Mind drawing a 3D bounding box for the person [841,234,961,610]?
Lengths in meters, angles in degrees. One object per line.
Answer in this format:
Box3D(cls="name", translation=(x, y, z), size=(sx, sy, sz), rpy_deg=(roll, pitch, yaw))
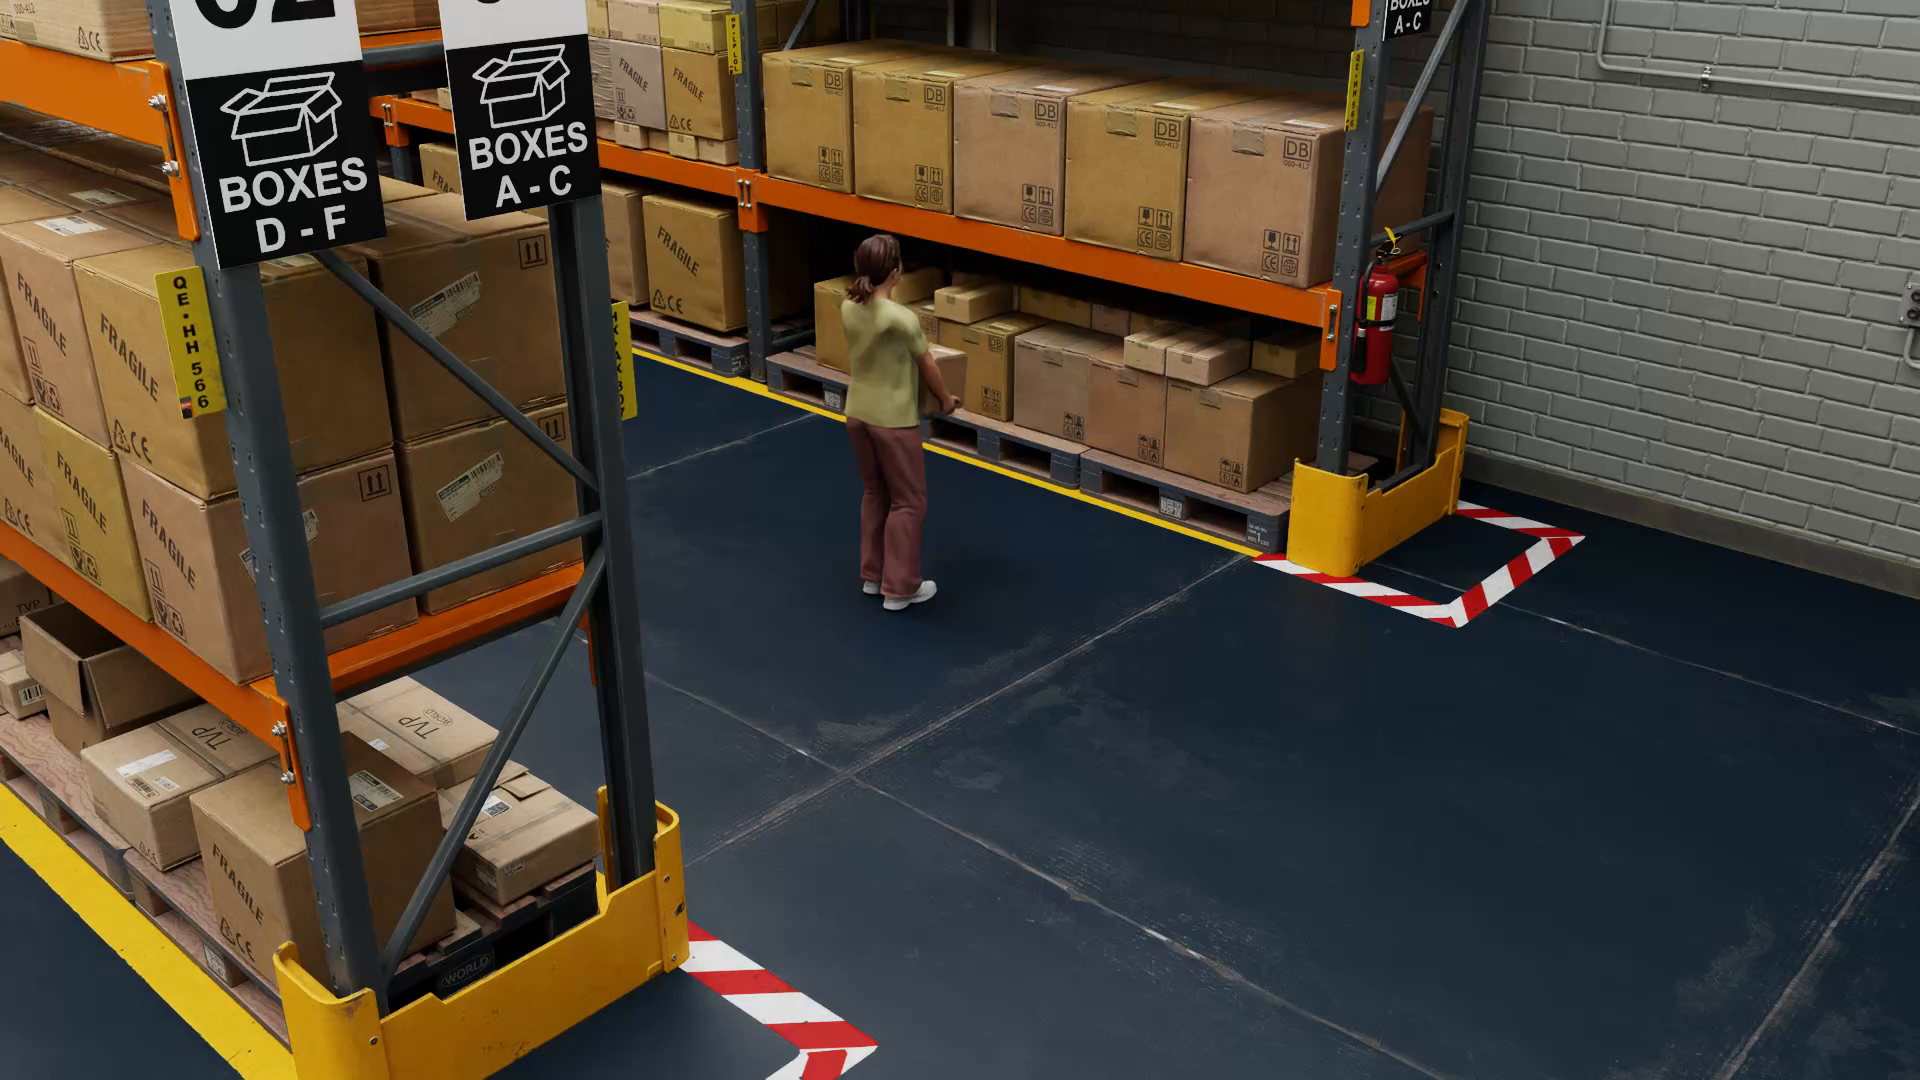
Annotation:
Box3D(cls="person", translation=(-0.273, -0.533, 7.315), size=(0.406, 1.669, 0.514), rpy_deg=(20, 31, 37))
